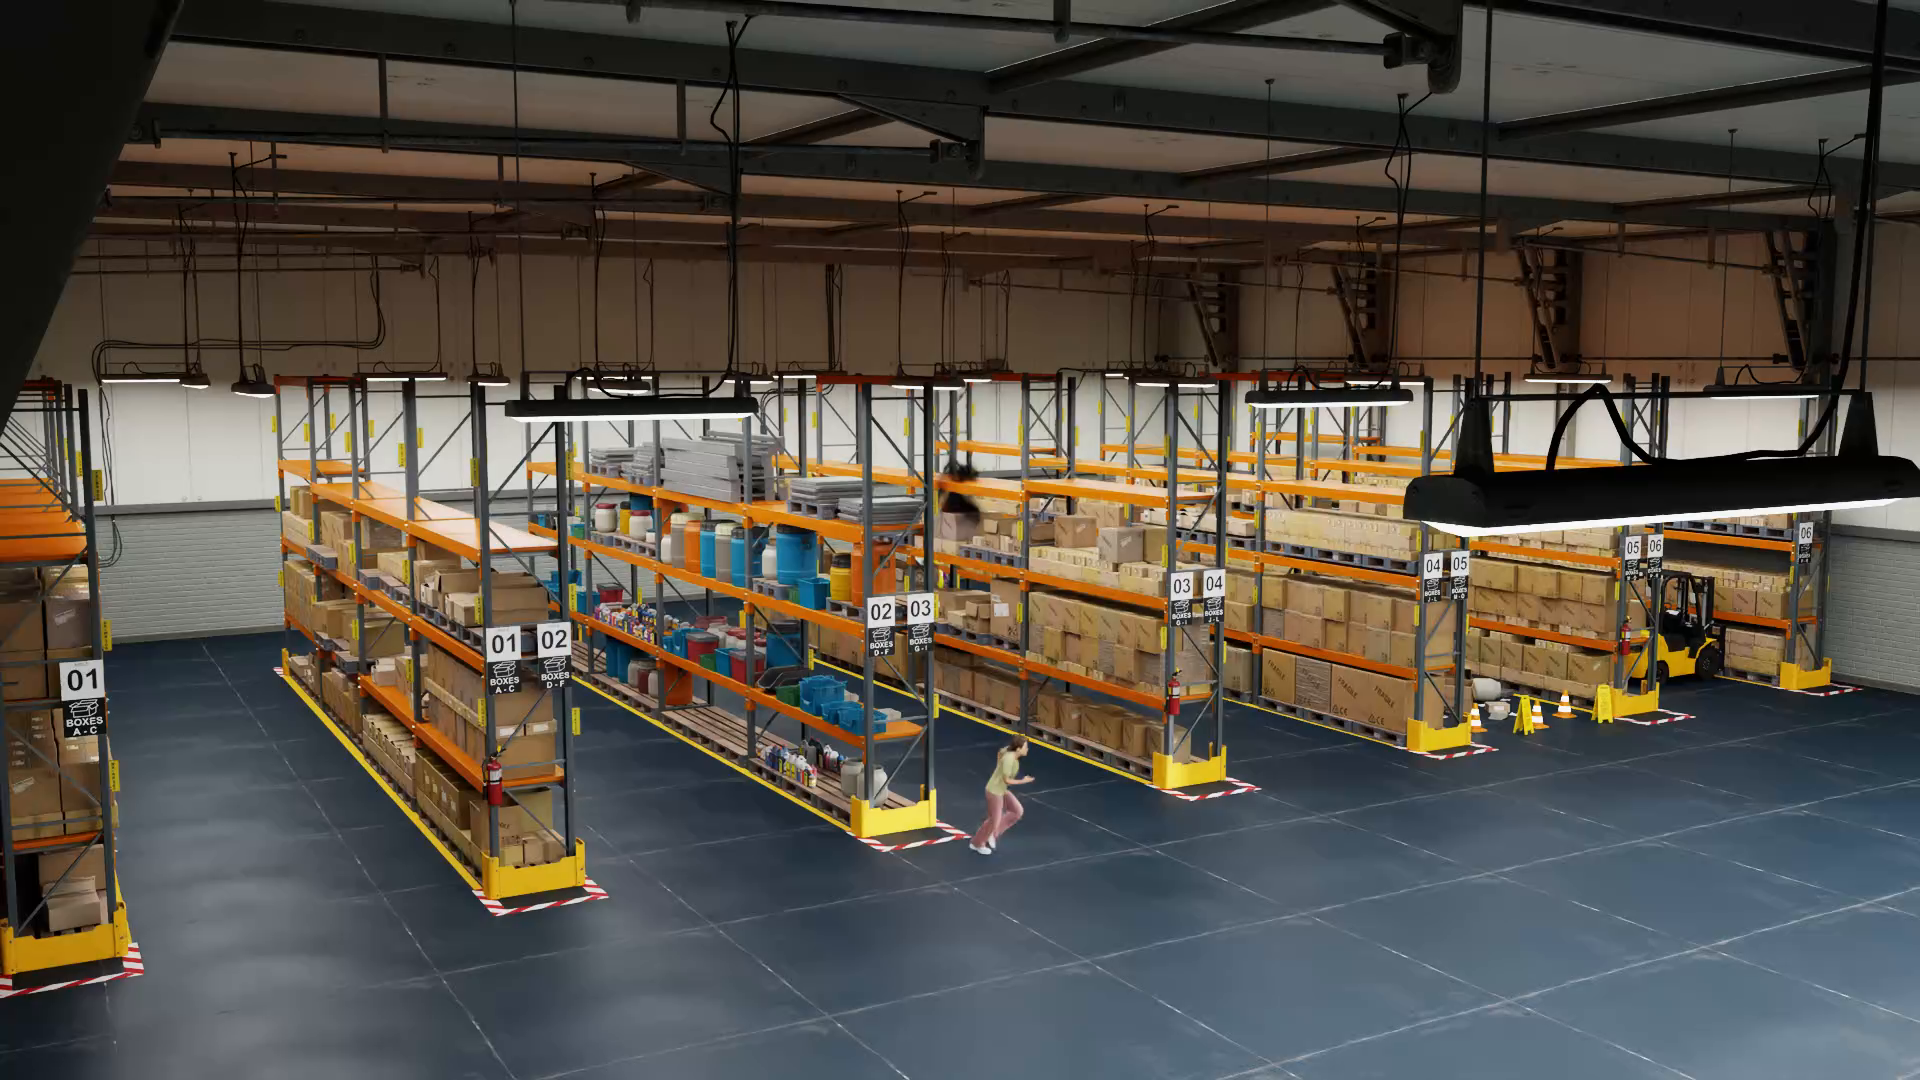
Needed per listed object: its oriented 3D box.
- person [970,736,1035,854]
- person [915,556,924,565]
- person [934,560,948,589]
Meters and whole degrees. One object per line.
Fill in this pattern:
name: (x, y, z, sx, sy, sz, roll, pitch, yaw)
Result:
person: (0.550, 3.245, 21.279, 0.856, 1.536, 0.611, 1, 6, 12)
person: (-1.101, 0.895, 41.783, 0.645, 1.723, 0.607, 3, 7, 23)
person: (-0.583, 1.302, 37.975, 0.710, 1.771, 0.973, -2, 7, -21)
